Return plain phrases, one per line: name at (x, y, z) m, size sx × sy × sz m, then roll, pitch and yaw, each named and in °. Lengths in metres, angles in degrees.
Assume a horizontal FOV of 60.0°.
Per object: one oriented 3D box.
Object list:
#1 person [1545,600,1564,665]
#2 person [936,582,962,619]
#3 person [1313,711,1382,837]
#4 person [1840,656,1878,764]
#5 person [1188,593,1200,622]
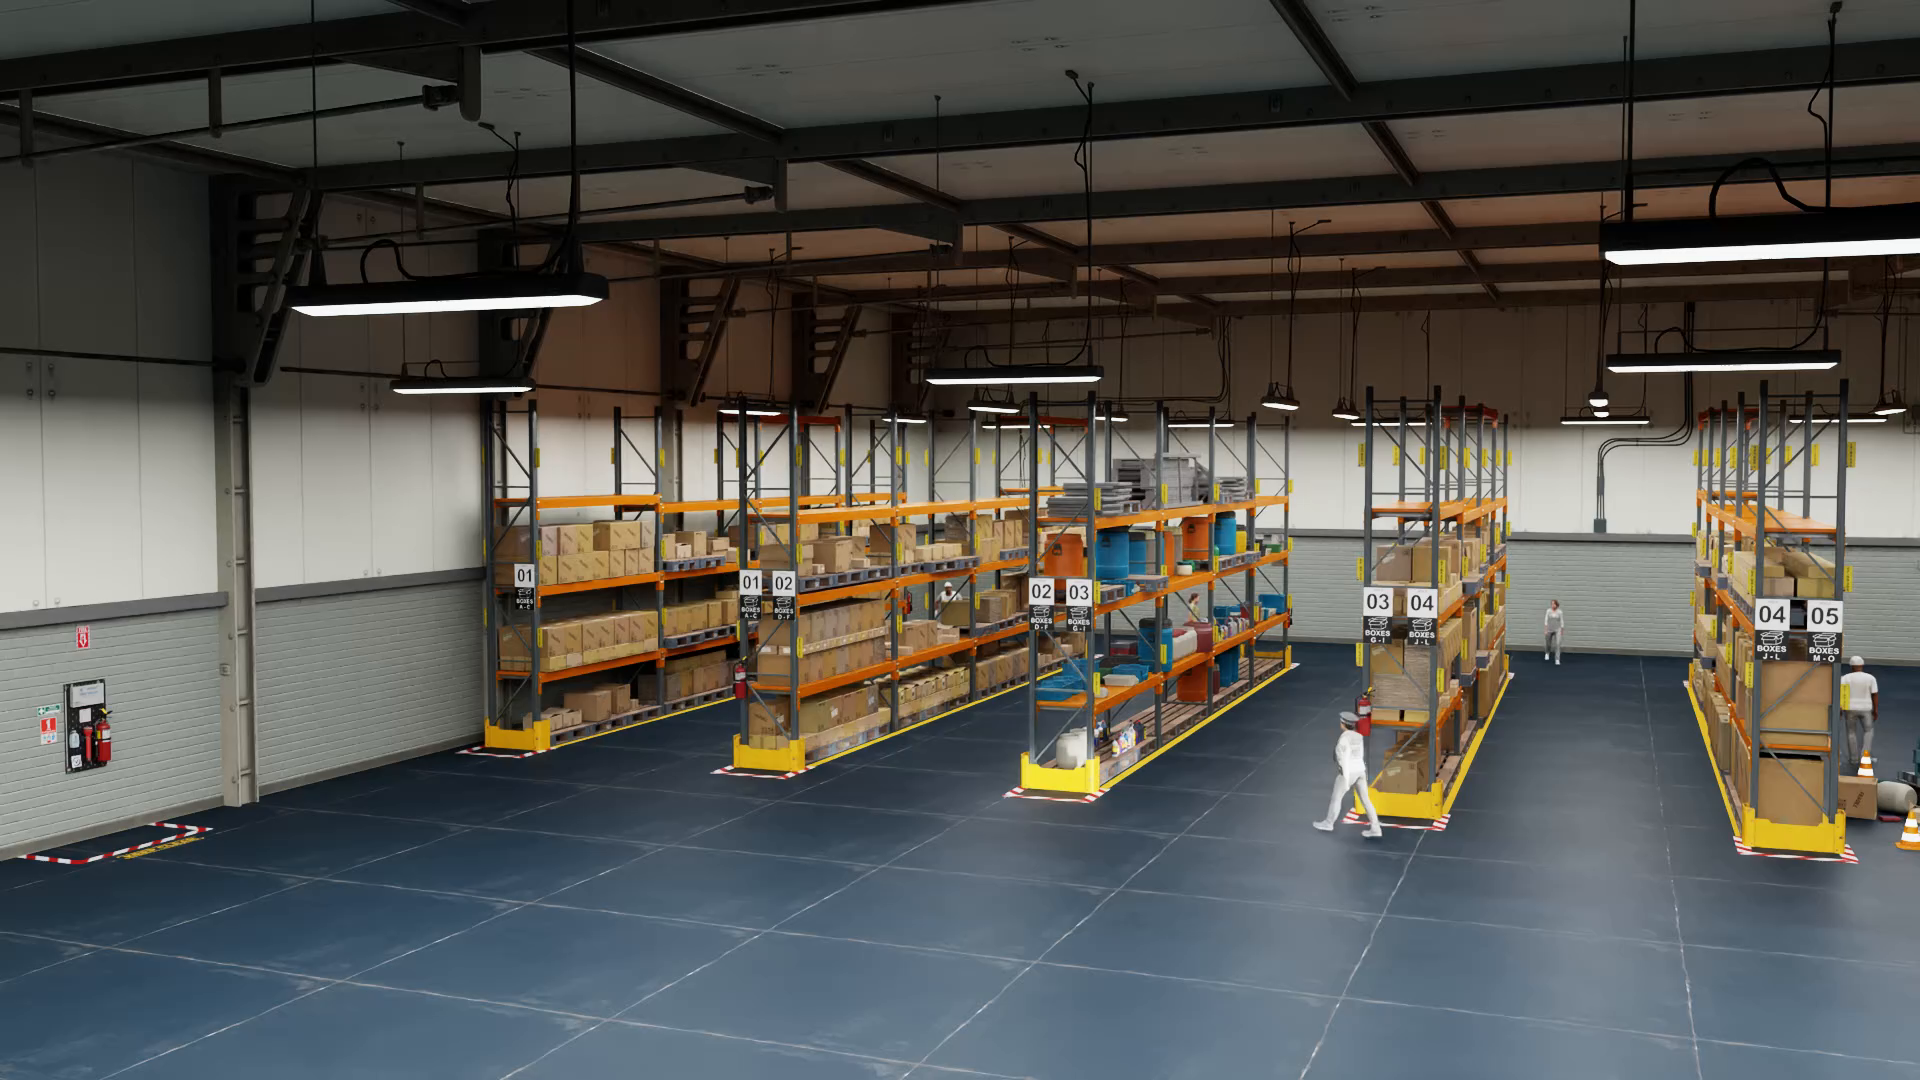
person at (14.425, 2.215, 40.387) m, size 0.455 × 1.553 × 0.888 m, roll 1°, pitch 3°, yaw 12°
person at (-0.264, 1.976, 43.520) m, size 0.753 × 1.775 × 0.883 m, roll 0°, pitch 3°, yaw -3°
person at (5.161, 3.076, 22.043) m, size 0.523 × 1.607 × 1.003 m, roll -2°, pitch 4°, yaw -37°
person at (14.693, 2.784, 27.210) m, size 0.594 × 1.765 × 0.548 m, roll 1°, pitch 3°, yaw 20°
person at (5.800, 2.153, 41.119) m, size 0.567 × 1.707 × 0.484 m, roll 1°, pitch 3°, yaw 10°
